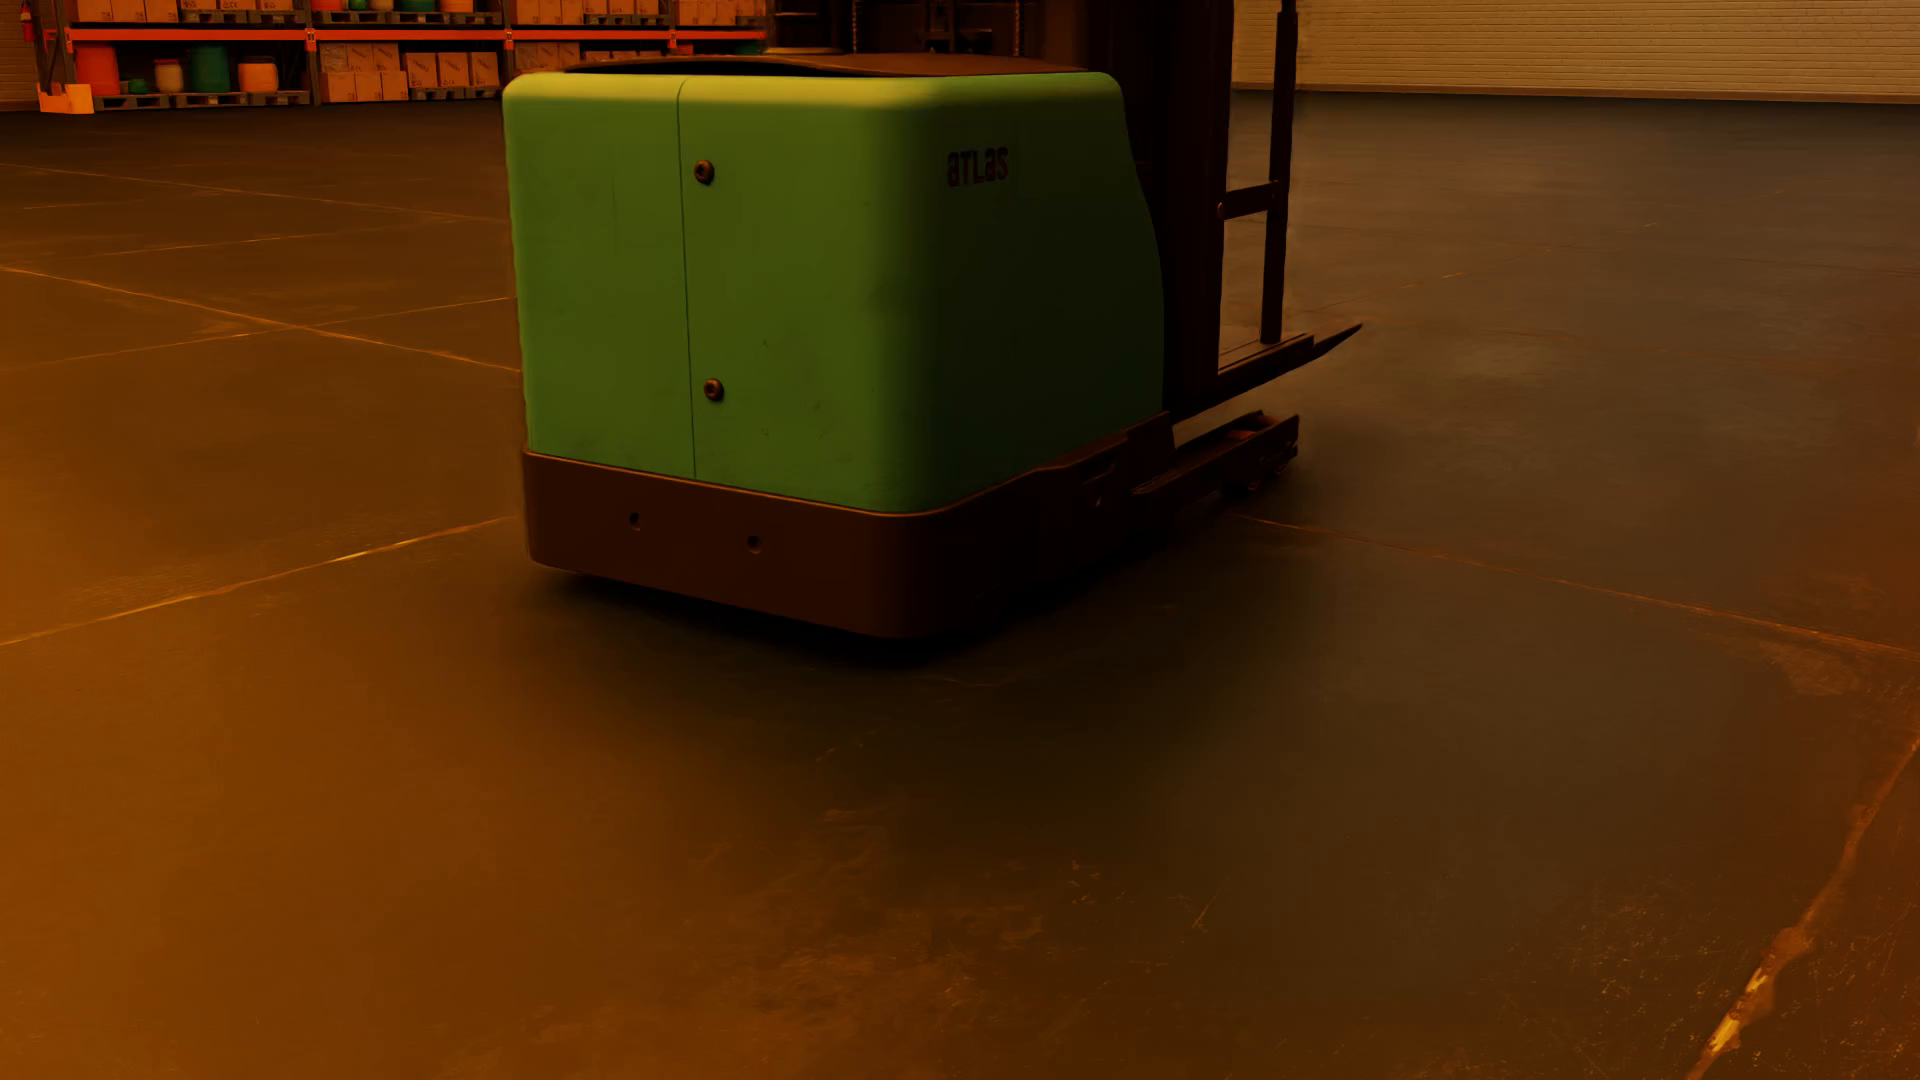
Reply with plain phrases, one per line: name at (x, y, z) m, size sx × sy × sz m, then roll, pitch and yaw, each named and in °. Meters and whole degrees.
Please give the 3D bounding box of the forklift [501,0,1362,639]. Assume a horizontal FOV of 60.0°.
forklift at (0.268, -1.592, 4.140) m, size 1.130 × 2.935 × 3.031 m, roll 10°, pitch 20°, yaw 30°
